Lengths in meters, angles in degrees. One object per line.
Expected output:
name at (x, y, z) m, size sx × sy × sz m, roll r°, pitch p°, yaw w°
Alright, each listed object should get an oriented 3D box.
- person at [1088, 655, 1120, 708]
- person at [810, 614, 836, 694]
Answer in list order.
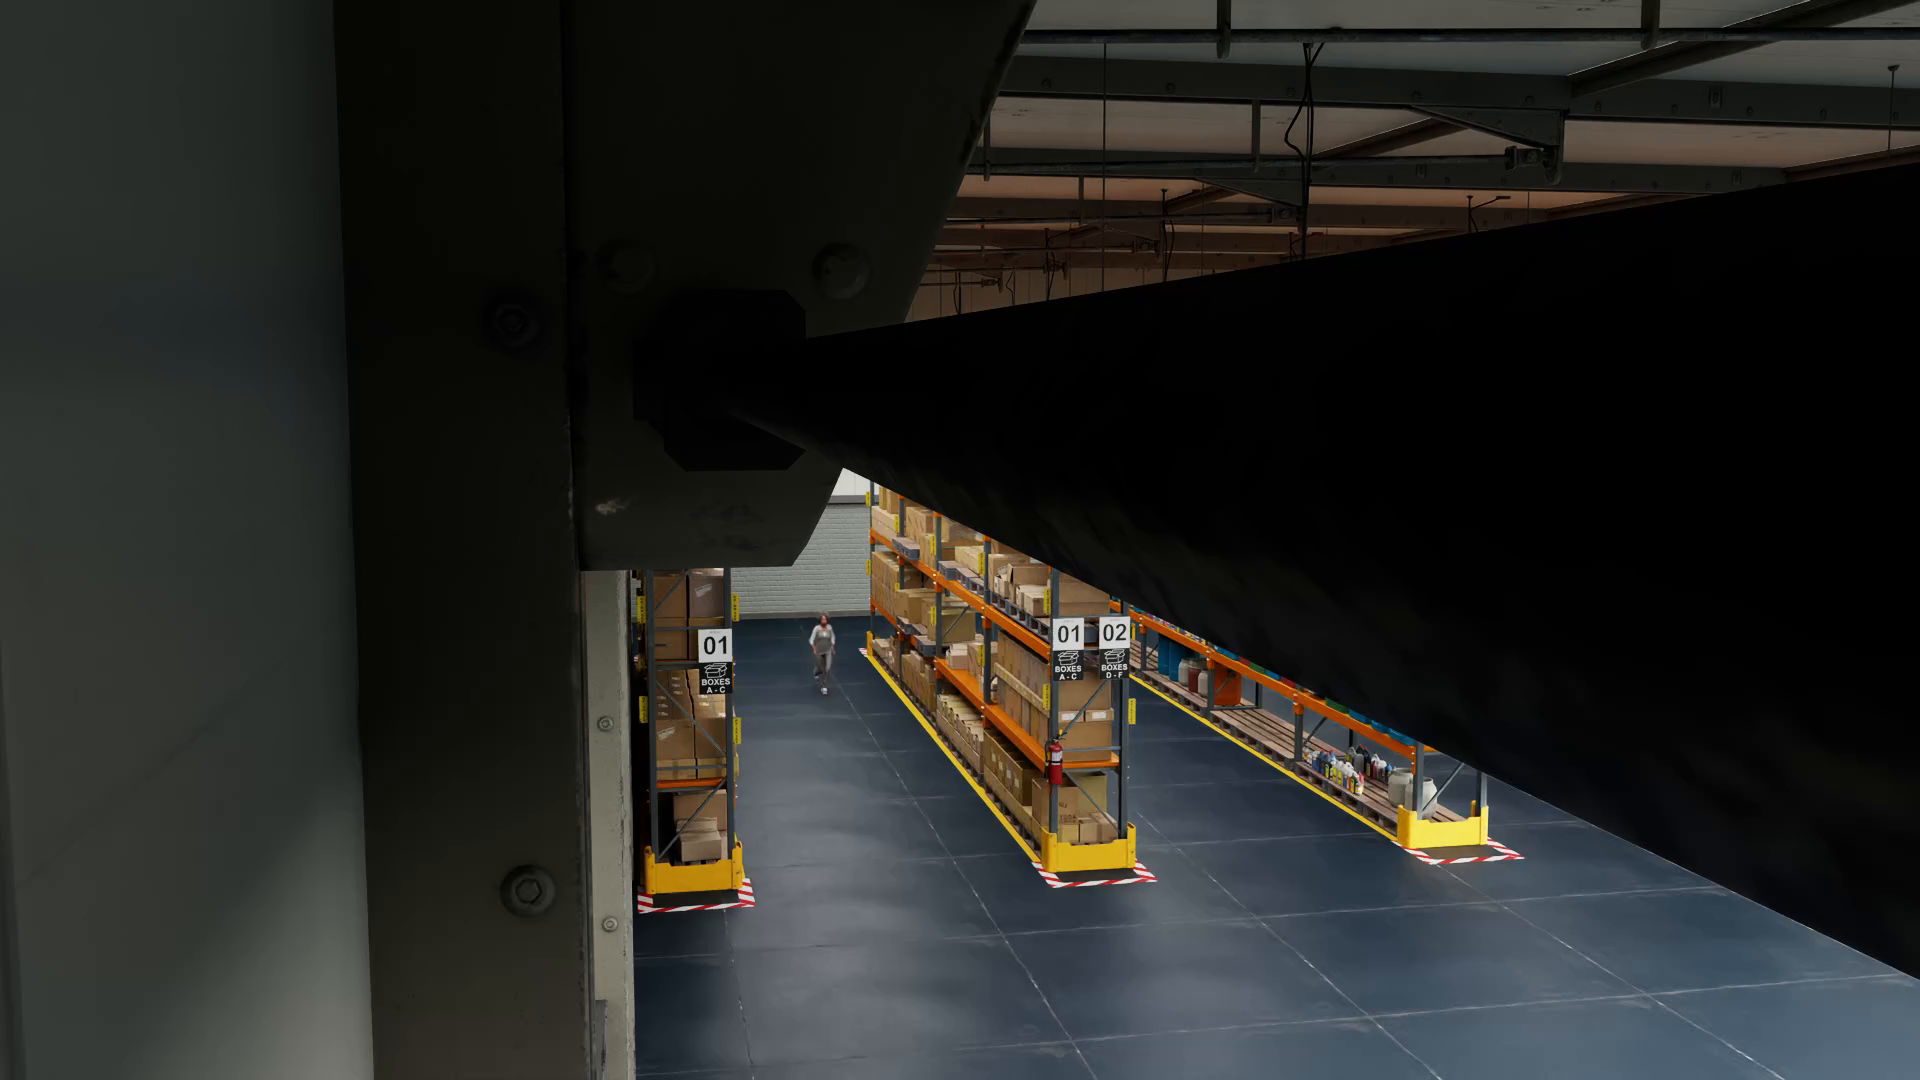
person at (2.480, 2.501, 28.274) m, size 0.712 × 1.809 × 0.925 m, roll -1°, pitch 6°, yaw -8°
person at (-2.679, 2.192, 32.385) m, size 0.518 × 1.559 × 0.654 m, roll -2°, pitch 6°, yaw -17°
